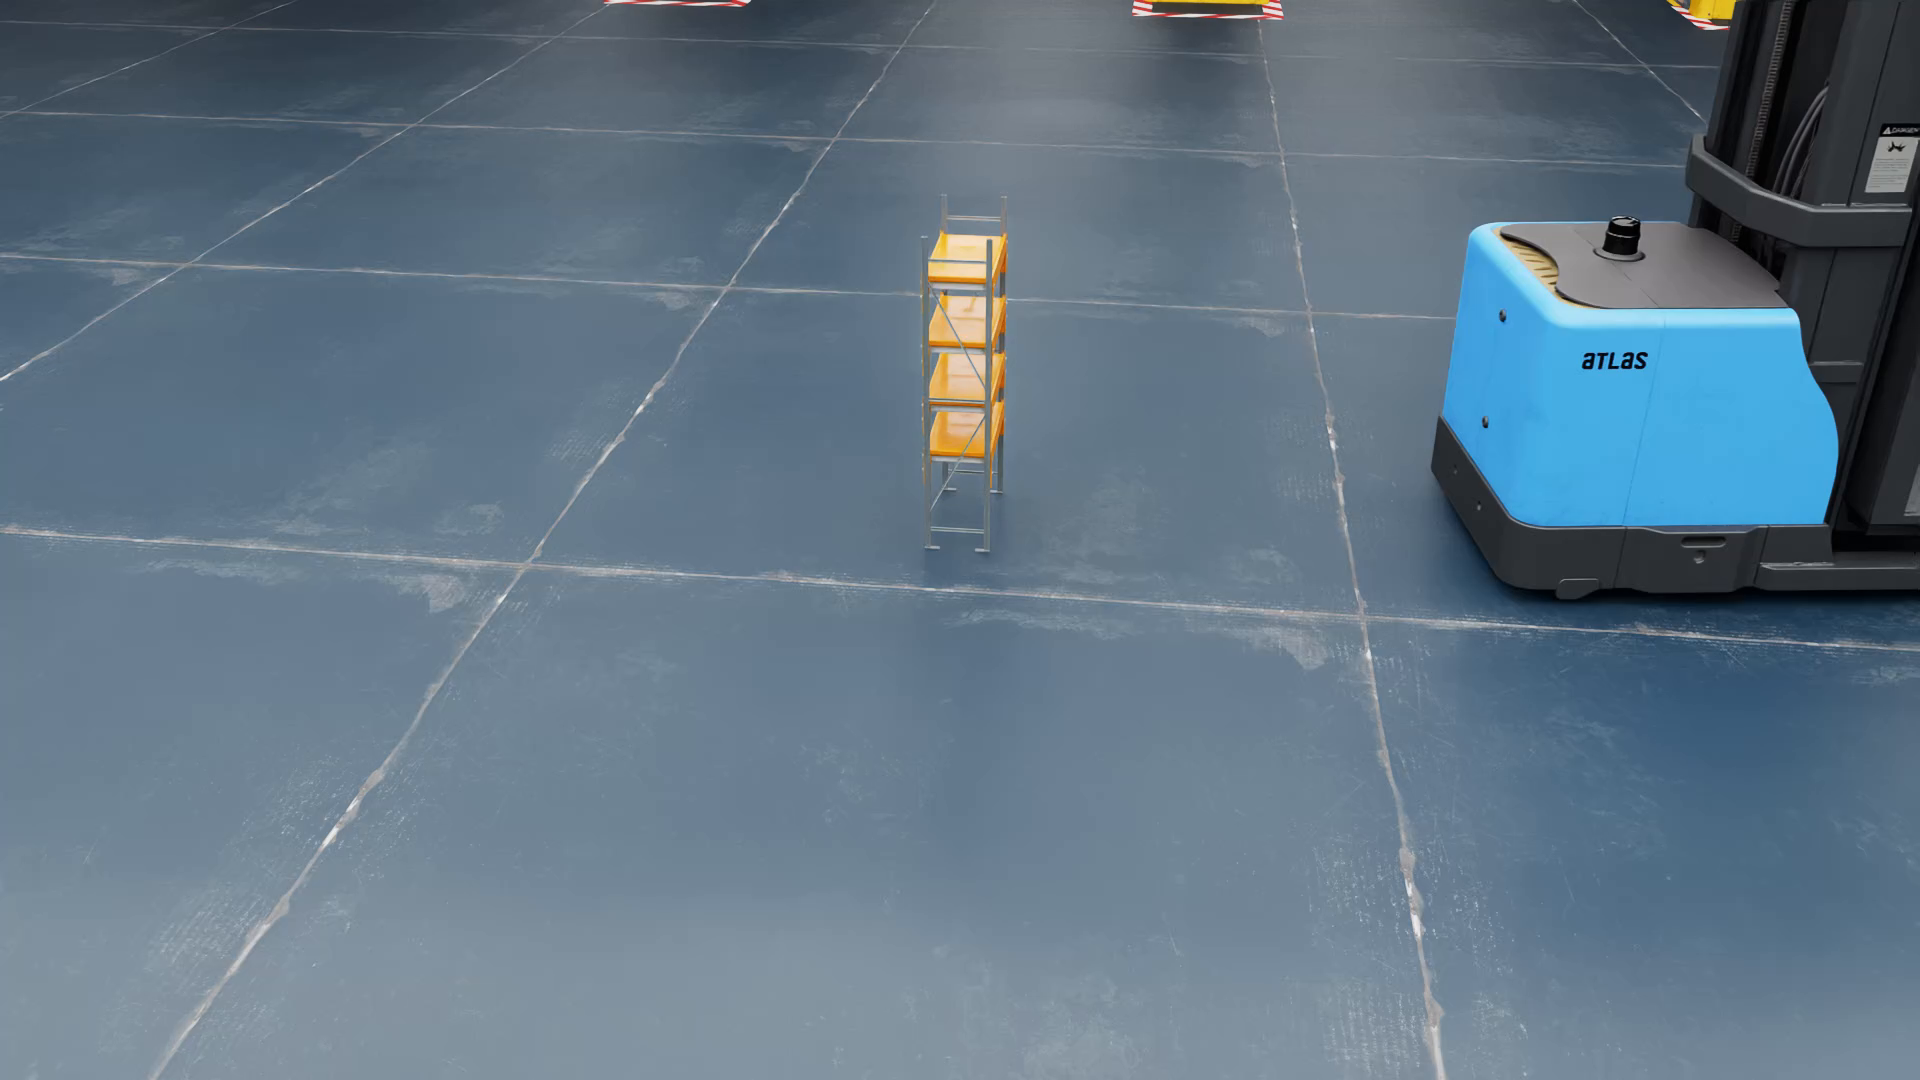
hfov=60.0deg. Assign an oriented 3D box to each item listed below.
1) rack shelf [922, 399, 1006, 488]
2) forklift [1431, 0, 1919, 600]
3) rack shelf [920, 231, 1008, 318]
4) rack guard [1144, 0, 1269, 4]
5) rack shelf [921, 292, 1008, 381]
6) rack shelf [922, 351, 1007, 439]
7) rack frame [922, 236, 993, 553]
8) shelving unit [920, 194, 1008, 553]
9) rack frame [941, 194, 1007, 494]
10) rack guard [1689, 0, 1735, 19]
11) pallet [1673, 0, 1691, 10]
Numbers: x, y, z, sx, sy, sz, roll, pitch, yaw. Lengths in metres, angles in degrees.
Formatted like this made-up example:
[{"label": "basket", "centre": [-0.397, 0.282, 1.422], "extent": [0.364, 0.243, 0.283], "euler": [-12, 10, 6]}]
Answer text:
[{"label": "rack shelf", "centre": [0.020, -0.372, 6.236], "extent": [0.258, 0.148, 0.480], "euler": [3, 28, 6]}, {"label": "forklift", "centre": [3.397, -1.318, 5.606], "extent": [3.031, 2.935, 1.130], "euler": [-1, 28, -1]}, {"label": "rack shelf", "centre": [0.020, -0.952, 5.924], "extent": [0.258, 0.148, 0.480], "euler": [3, 28, 6]}, {"label": "rack guard", "centre": [2.330, -5.338, 15.631], "extent": [1.175, 0.500, 0.348], "euler": [3, 28, 6]}, {"label": "rack shelf", "centre": [0.020, -0.744, 6.036], "extent": [0.258, 0.148, 0.480], "euler": [3, 28, 6]}, {"label": "rack shelf", "centre": [0.020, -0.547, 6.142], "extent": [0.258, 0.148, 0.480], "euler": [3, 28, 6]}, {"label": "rack frame", "centre": [-0.010, -0.491, 5.897], "extent": [0.240, 1.200, 0.015], "euler": [3, 28, 6]}, {"label": "shelving unit", "centre": [0.020, -0.606, 6.110], "extent": [0.258, 1.200, 0.503], "euler": [3, 28, 6]}, {"label": "rack frame", "centre": [0.050, -0.721, 6.323], "extent": [0.240, 1.200, 0.015], "euler": [3, 28, 6]}, {"label": "rack guard", "centre": [7.228, -4.955, 14.920], "extent": [1.175, 0.500, 0.348], "euler": [3, 28, 6]}, {"label": "pallet", "centre": [7.251, -5.220, 15.717], "extent": [1.003, 0.211, 1.213], "euler": [3, 28, 6]}]
